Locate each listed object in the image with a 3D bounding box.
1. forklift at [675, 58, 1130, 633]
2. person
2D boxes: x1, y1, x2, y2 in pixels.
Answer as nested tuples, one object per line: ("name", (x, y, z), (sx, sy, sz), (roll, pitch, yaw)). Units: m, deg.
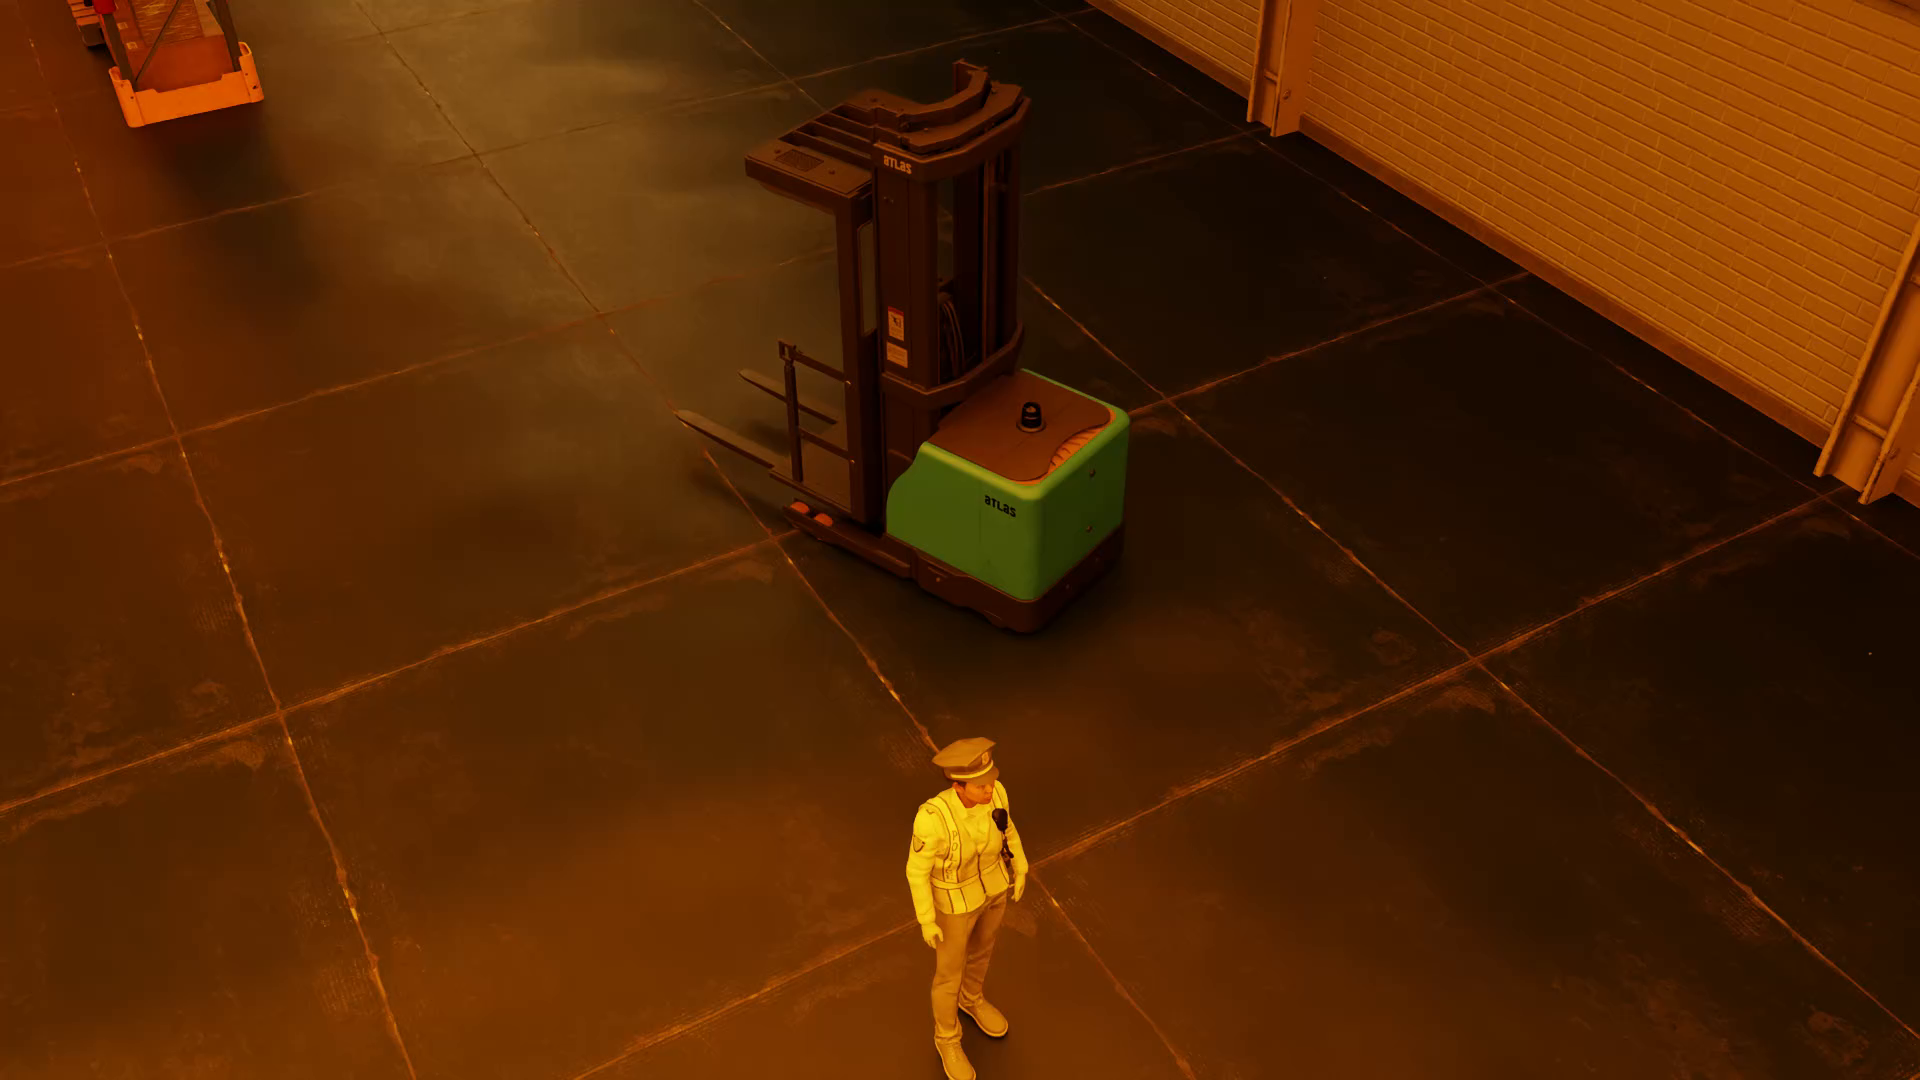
("forklift", (-0.481, -1.366, 9.683), (3.031, 2.935, 1.130), (26, 46, 28))
("person", (0.078, 1.552, 7.122), (0.588, 1.694, 0.530), (-26, 46, -28))
